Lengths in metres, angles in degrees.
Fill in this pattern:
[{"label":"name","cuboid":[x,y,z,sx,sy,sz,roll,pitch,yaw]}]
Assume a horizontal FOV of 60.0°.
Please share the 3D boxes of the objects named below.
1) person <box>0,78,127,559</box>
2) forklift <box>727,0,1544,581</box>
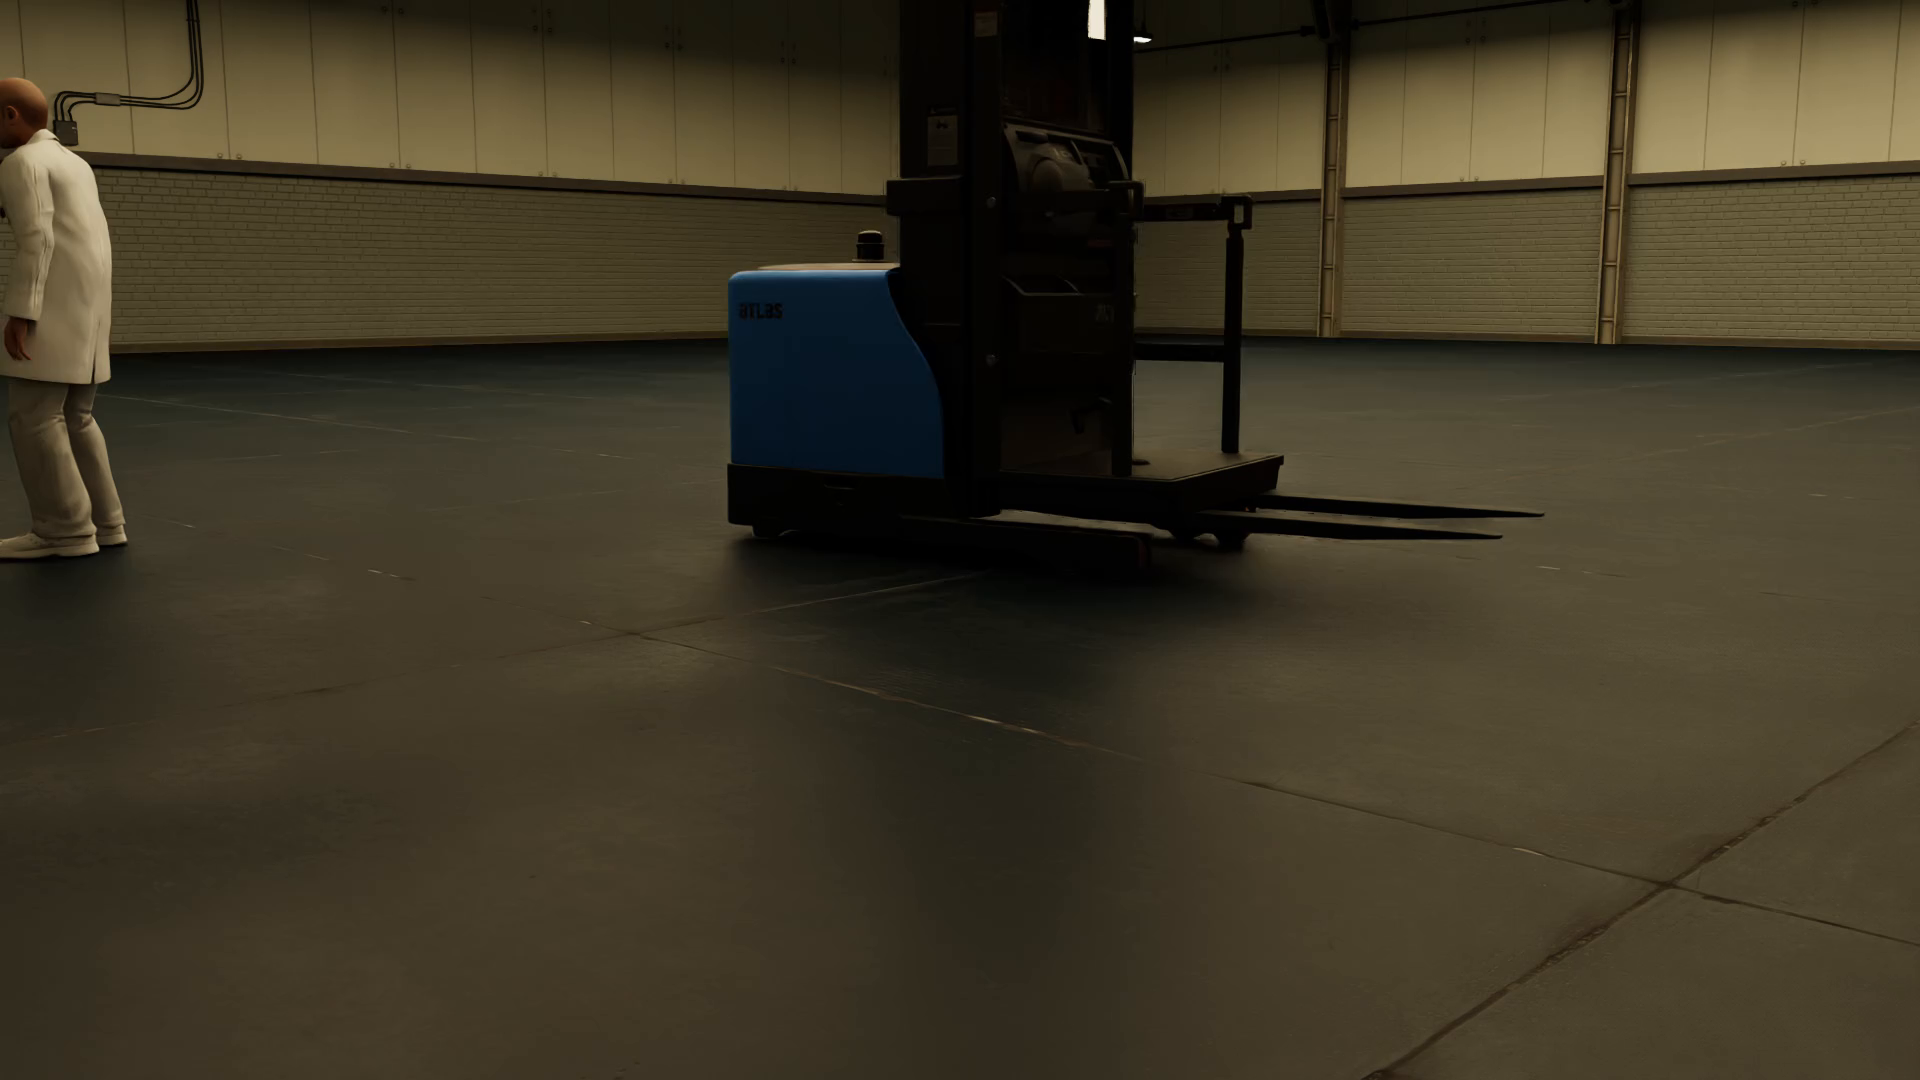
[{"label":"person","cuboid":[-3.440,-0.831,6.284,0.434,1.773,0.643,-1,9,-5]},{"label":"forklift","cuboid":[0.589,-1.398,6.157,3.031,2.935,1.130,5,10,31]}]
